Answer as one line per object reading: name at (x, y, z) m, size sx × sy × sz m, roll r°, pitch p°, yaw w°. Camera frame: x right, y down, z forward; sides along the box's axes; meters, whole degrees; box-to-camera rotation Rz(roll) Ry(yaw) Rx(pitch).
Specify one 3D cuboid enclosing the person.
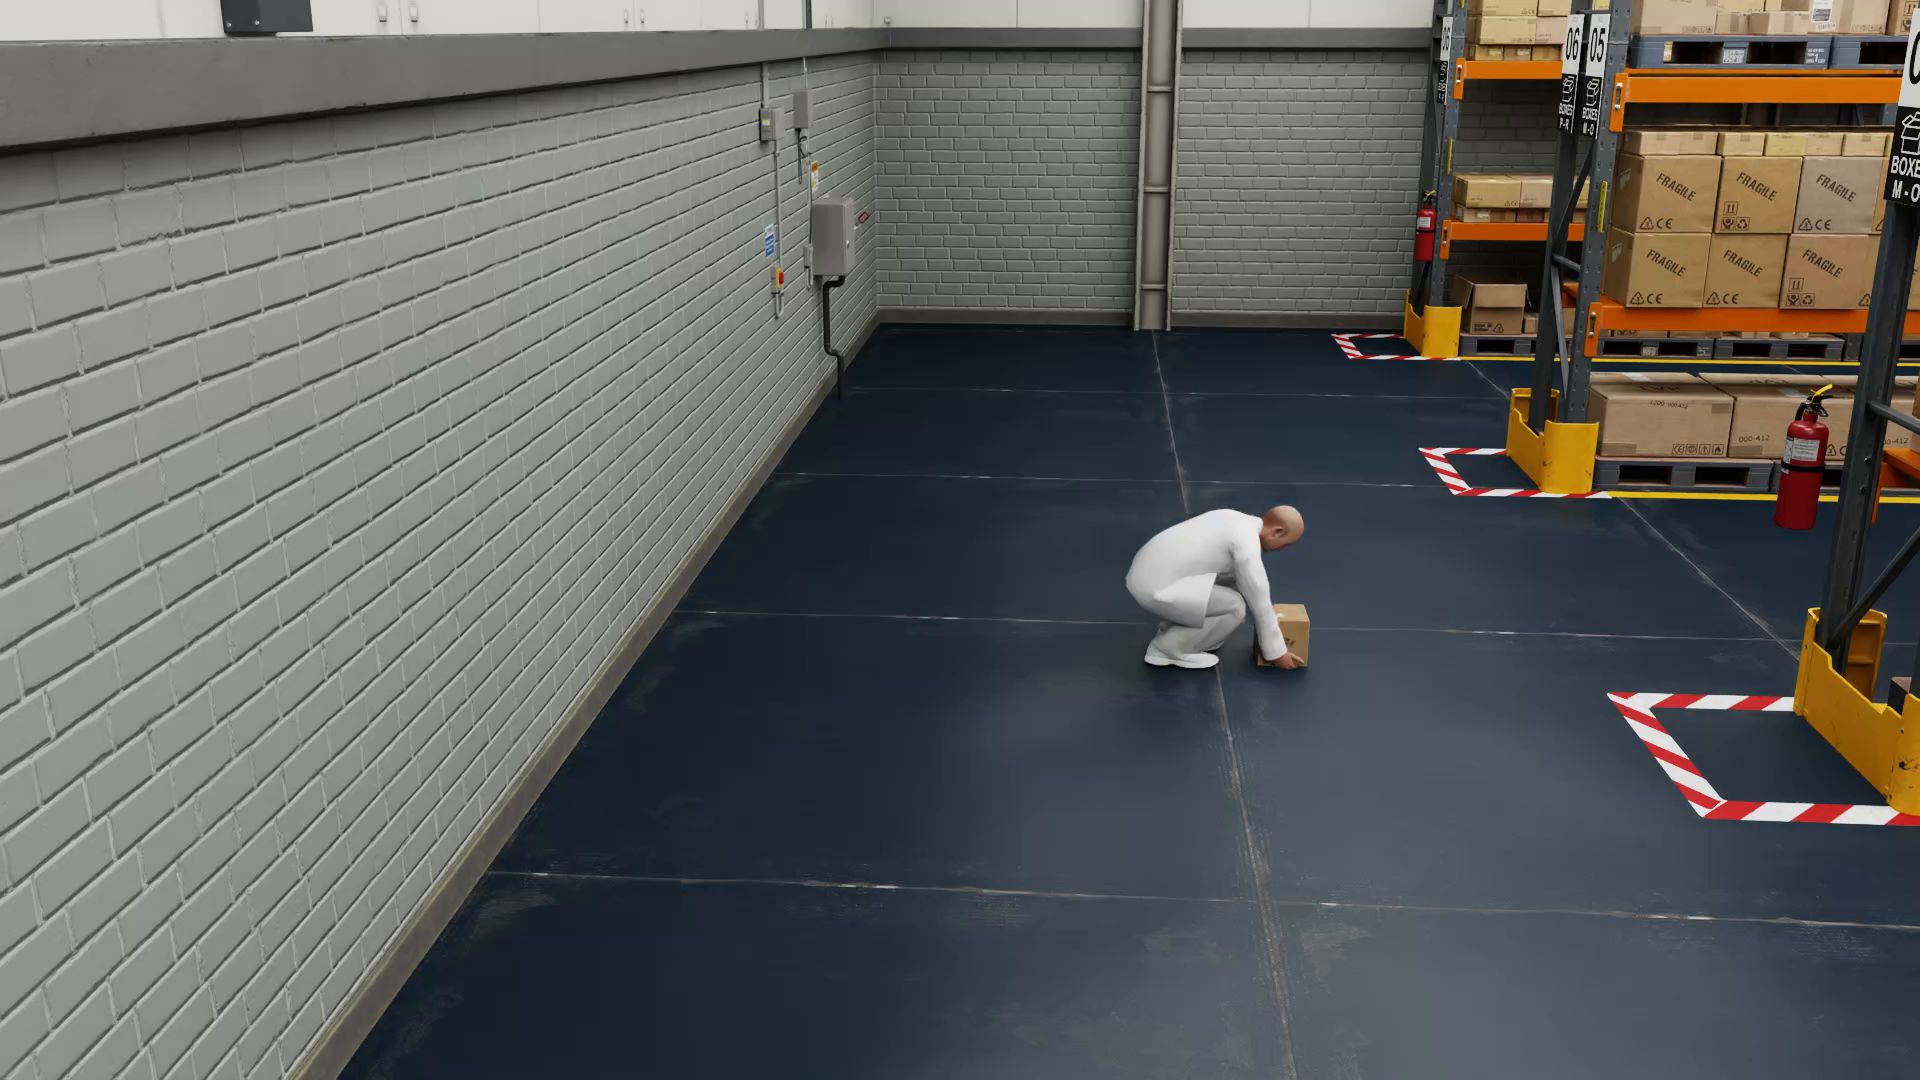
person at (1.302, 0.168, 8.486) m, size 0.948 × 0.934 × 0.587 m, roll 0°, pitch 17°, yaw 2°
